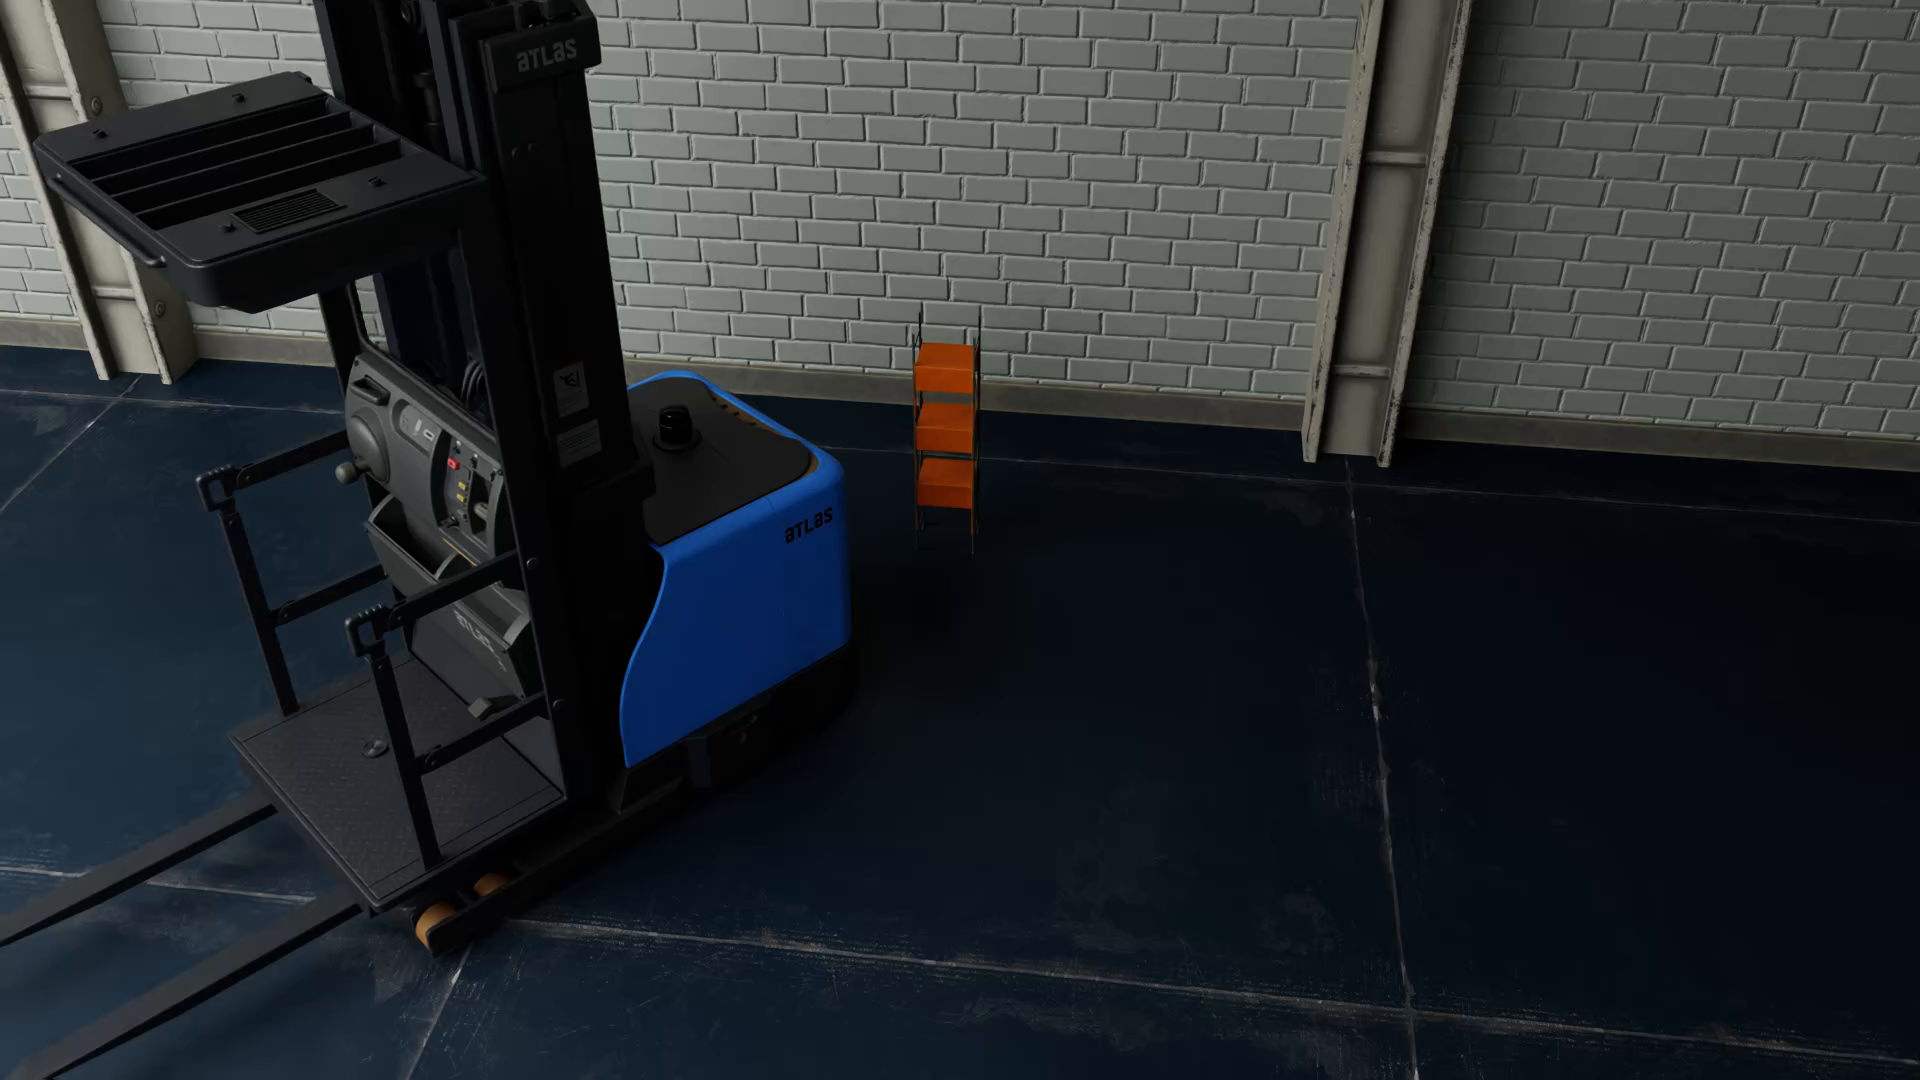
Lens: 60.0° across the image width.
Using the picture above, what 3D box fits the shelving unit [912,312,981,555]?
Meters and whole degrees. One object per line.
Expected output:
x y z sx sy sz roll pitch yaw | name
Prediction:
-0.053 -0.431 6.951 0.252 1.050 0.215 4 36 6 | shelving unit

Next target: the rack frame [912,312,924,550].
-0.174 -0.440 6.963 0.008 1.050 0.200 4 36 6 | rack frame

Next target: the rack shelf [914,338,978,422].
-0.053 -0.654 6.792 0.240 0.259 0.215 4 36 6 | rack shelf

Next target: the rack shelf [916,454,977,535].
-0.053 -0.196 7.118 0.240 0.259 0.215 4 36 6 | rack shelf

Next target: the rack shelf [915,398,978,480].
-0.053 -0.423 6.957 0.240 0.259 0.215 4 36 6 | rack shelf

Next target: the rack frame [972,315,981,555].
0.068 -0.422 6.938 0.008 1.050 0.200 4 36 6 | rack frame

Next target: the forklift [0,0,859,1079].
-1.804 -0.201 5.008 3.031 2.935 1.130 -29 45 -34 | forklift

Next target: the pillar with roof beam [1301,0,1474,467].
1.274 -1.623 1.777 0.400 9.000 9.100 4 36 6 | pillar with roof beam

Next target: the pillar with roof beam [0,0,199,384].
-4.677 -2.067 2.399 0.400 9.000 9.100 4 36 6 | pillar with roof beam
